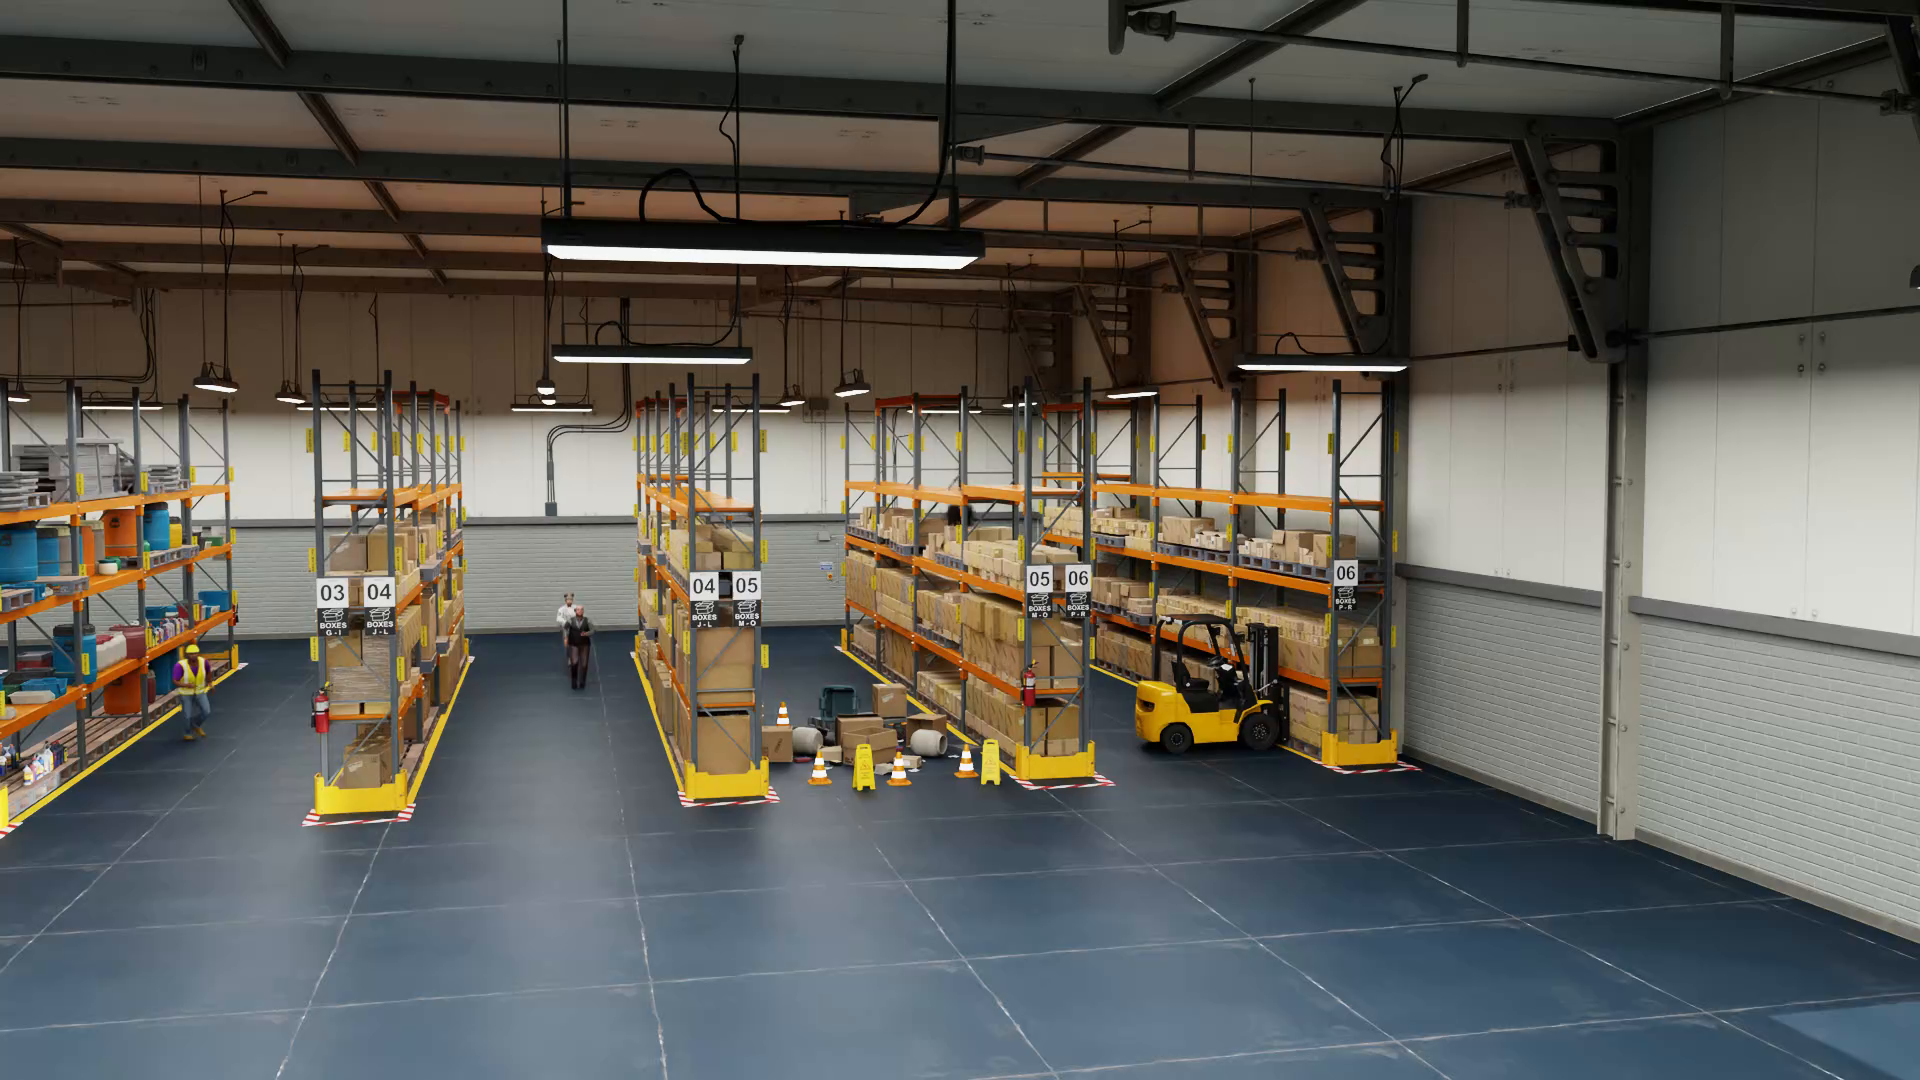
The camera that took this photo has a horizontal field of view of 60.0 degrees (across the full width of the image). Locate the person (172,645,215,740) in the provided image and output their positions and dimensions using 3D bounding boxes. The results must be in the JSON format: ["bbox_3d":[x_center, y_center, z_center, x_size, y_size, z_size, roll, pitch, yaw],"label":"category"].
[{"bbox_3d":[-12.843,2.563,27.892,0.729,1.657,0.833,-3,5,-43],"label":"person"}]

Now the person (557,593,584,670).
[{"bbox_3d":[-8.642,2.034,36.872,0.562,1.738,0.813,-1,3,-9],"label":"person"}]

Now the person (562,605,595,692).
[{"bbox_3d":[-7.741,2.197,33.781,0.638,1.747,0.721,-1,3,-16],"label":"person"}]
